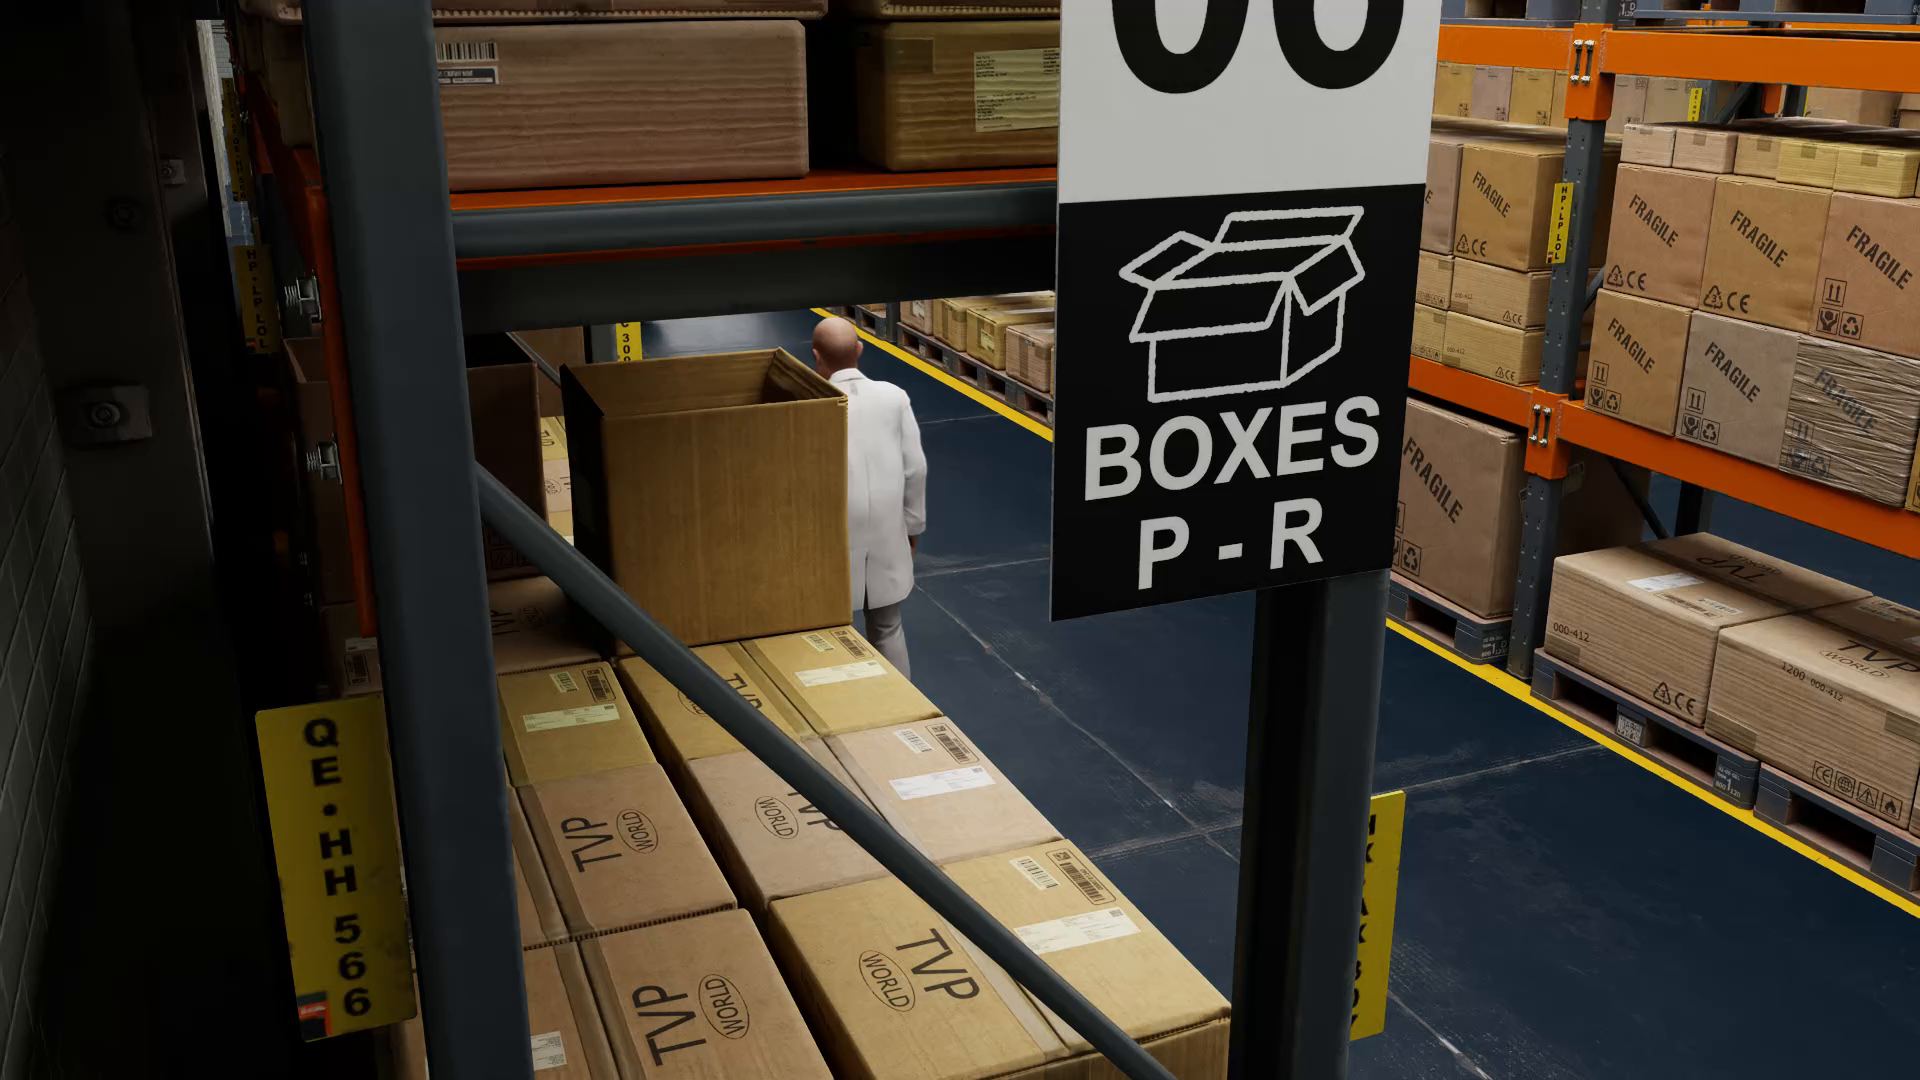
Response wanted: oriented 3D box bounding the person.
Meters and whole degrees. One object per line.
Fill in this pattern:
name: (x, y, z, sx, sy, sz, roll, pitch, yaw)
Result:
person: (-0.434, 0.006, 6.566, 0.648, 1.774, 0.421, -8, 20, -24)
